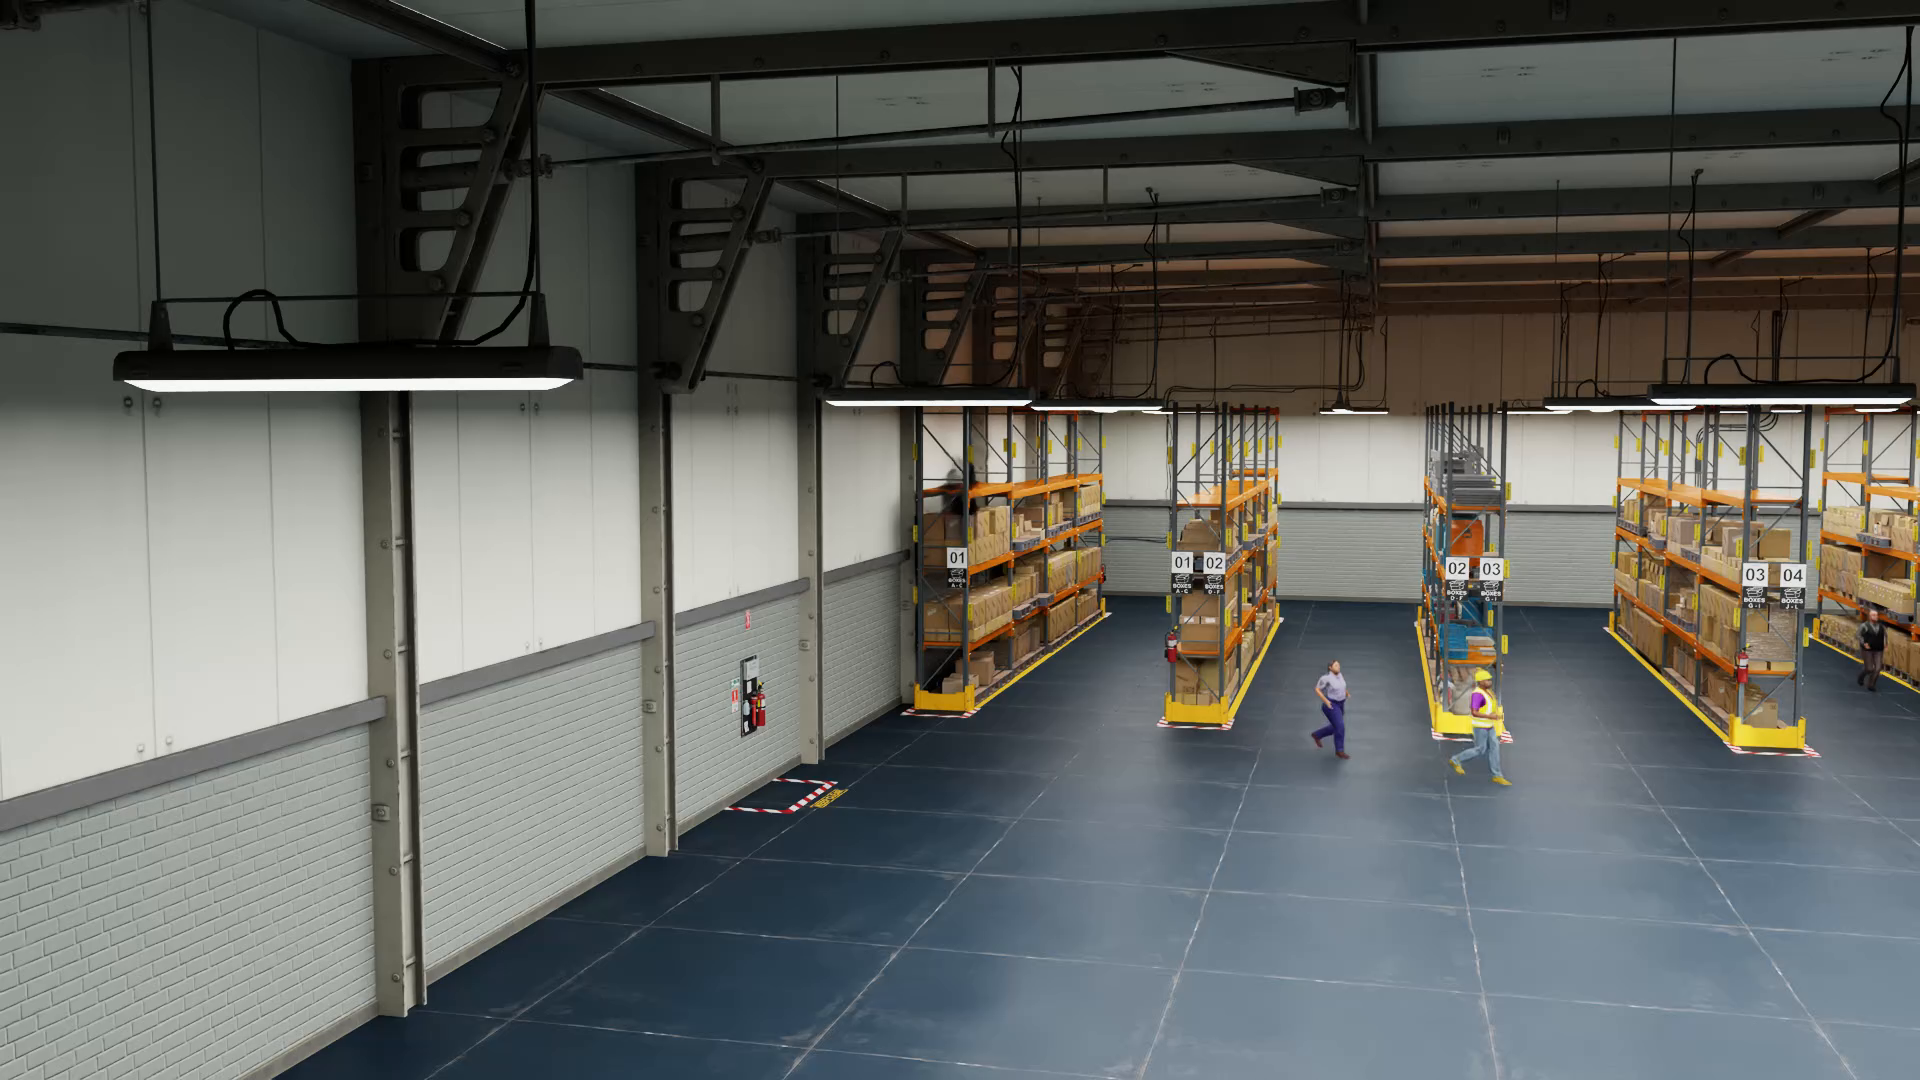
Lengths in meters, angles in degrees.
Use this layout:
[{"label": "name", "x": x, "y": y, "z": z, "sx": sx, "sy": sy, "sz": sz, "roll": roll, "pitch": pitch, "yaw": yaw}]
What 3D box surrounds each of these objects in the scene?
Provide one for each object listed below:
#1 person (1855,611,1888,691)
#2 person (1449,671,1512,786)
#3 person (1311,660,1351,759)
[{"label": "person", "x": 19.075, "y": 2.314, "z": 34.787, "sx": 0.647, "sy": 1.677, "sz": 0.580, "roll": 0, "pitch": 4, "yaw": 5}, {"label": "person", "x": 8.145, "y": 2.922, "z": 25.970, "sx": 0.963, "sy": 1.771, "sz": 0.700, "roll": 3, "pitch": 5, "yaw": 36}, {"label": "person", "x": 6.306, "y": 2.839, "z": 28.173, "sx": 0.600, "sy": 1.651, "sz": 0.775, "roll": -4, "pitch": 6, "yaw": -44}]
